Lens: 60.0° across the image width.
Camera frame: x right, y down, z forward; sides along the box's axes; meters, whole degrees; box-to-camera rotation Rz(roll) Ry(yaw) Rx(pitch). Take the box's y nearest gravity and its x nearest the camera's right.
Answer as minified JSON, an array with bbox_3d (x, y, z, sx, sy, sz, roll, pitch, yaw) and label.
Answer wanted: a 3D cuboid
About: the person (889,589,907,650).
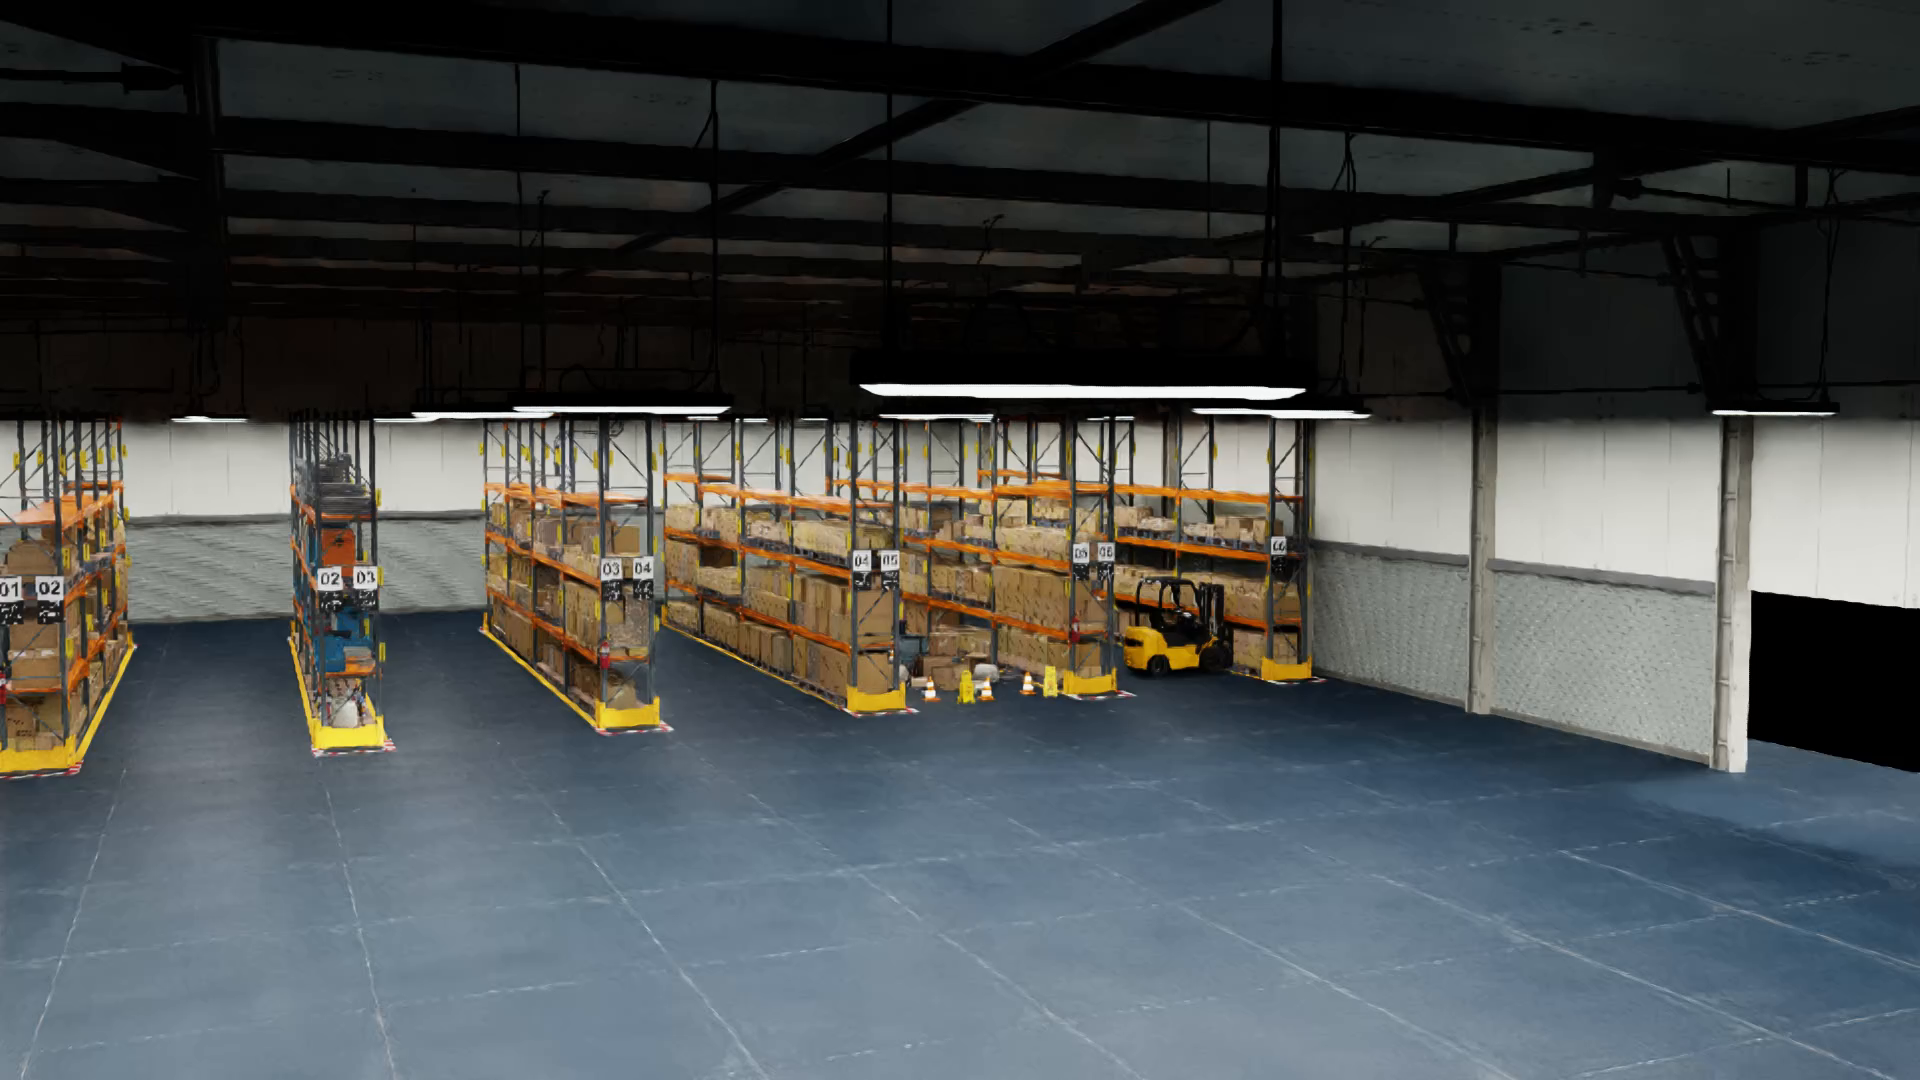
[{"bbox_3d":[-1.533,2.022,41.584,0.519,1.547,0.534,0,4,1],"label":"person"}]
